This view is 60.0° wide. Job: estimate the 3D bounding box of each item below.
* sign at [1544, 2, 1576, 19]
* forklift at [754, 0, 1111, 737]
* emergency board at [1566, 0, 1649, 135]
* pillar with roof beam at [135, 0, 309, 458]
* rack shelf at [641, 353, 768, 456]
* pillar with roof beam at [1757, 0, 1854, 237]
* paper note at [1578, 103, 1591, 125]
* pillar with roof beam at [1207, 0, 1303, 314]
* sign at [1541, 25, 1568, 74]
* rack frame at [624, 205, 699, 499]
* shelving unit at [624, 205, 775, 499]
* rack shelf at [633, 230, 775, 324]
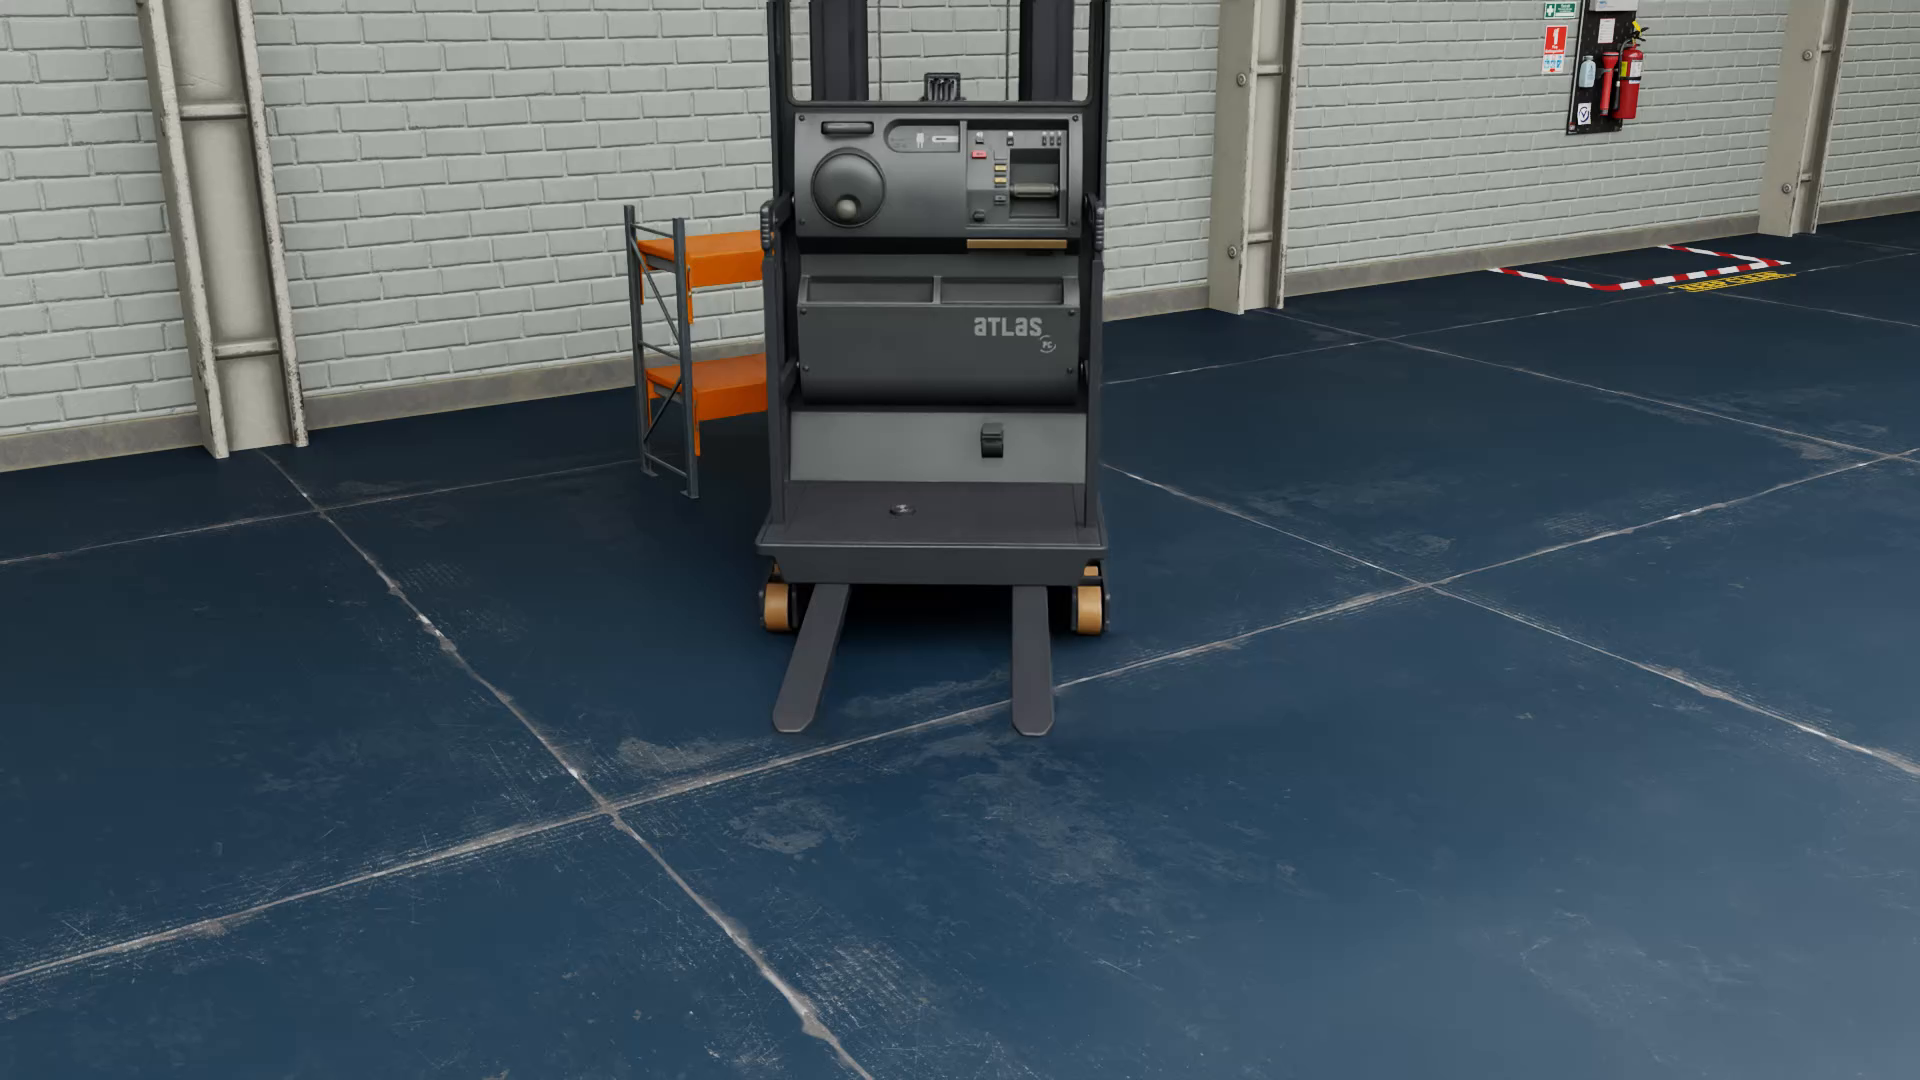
[{"bbox_3d":[4.239,-3.740,11.740,0.331,0.109,0.001,-12,22,-31],"label":"sign"},{"bbox_3d":[-0.075,-1.183,5.166,1.130,2.935,3.031,1,19,2],"label":"forklift"},{"bbox_3d":[4.749,-3.543,12.042,0.643,1.169,0.194,-12,22,-31],"label":"emergency board"},{"bbox_3d":[-0.821,-3.545,2.680,0.400,9.000,9.100,-12,22,-31],"label":"pillar with roof beam"},{"bbox_3d":[-0.796,-0.627,7.105,1.000,0.278,0.538,-13,22,-33],"label":"rack shelf"},{"bbox_3d":[9.201,-5.659,8.932,0.400,9.000,9.100,-12,22,-31],"label":"pillar with roof beam"},{"bbox_3d":[4.563,-3.113,12.145,0.142,0.148,0.016,-12,22,-31],"label":"paper note"},{"bbox_3d":[4.190,-4.602,5.806,0.400,9.000,9.100,-12,22,-31],"label":"pillar with roof beam"},{"bbox_3d":[4.230,-3.490,11.829,0.234,0.329,0.001,-12,22,-31],"label":"sign"},{"bbox_3d":[-1.213,-0.765,6.752,0.032,1.125,0.500,-13,22,-33],"label":"rack frame"},{"bbox_3d":[-0.796,-0.858,7.027,1.048,1.125,0.538,-13,22,-33],"label":"shelving unit"},{"bbox_3d":[-0.796,-1.135,6.933,1.000,0.278,0.538,-13,22,-33],"label":"rack shelf"}]
